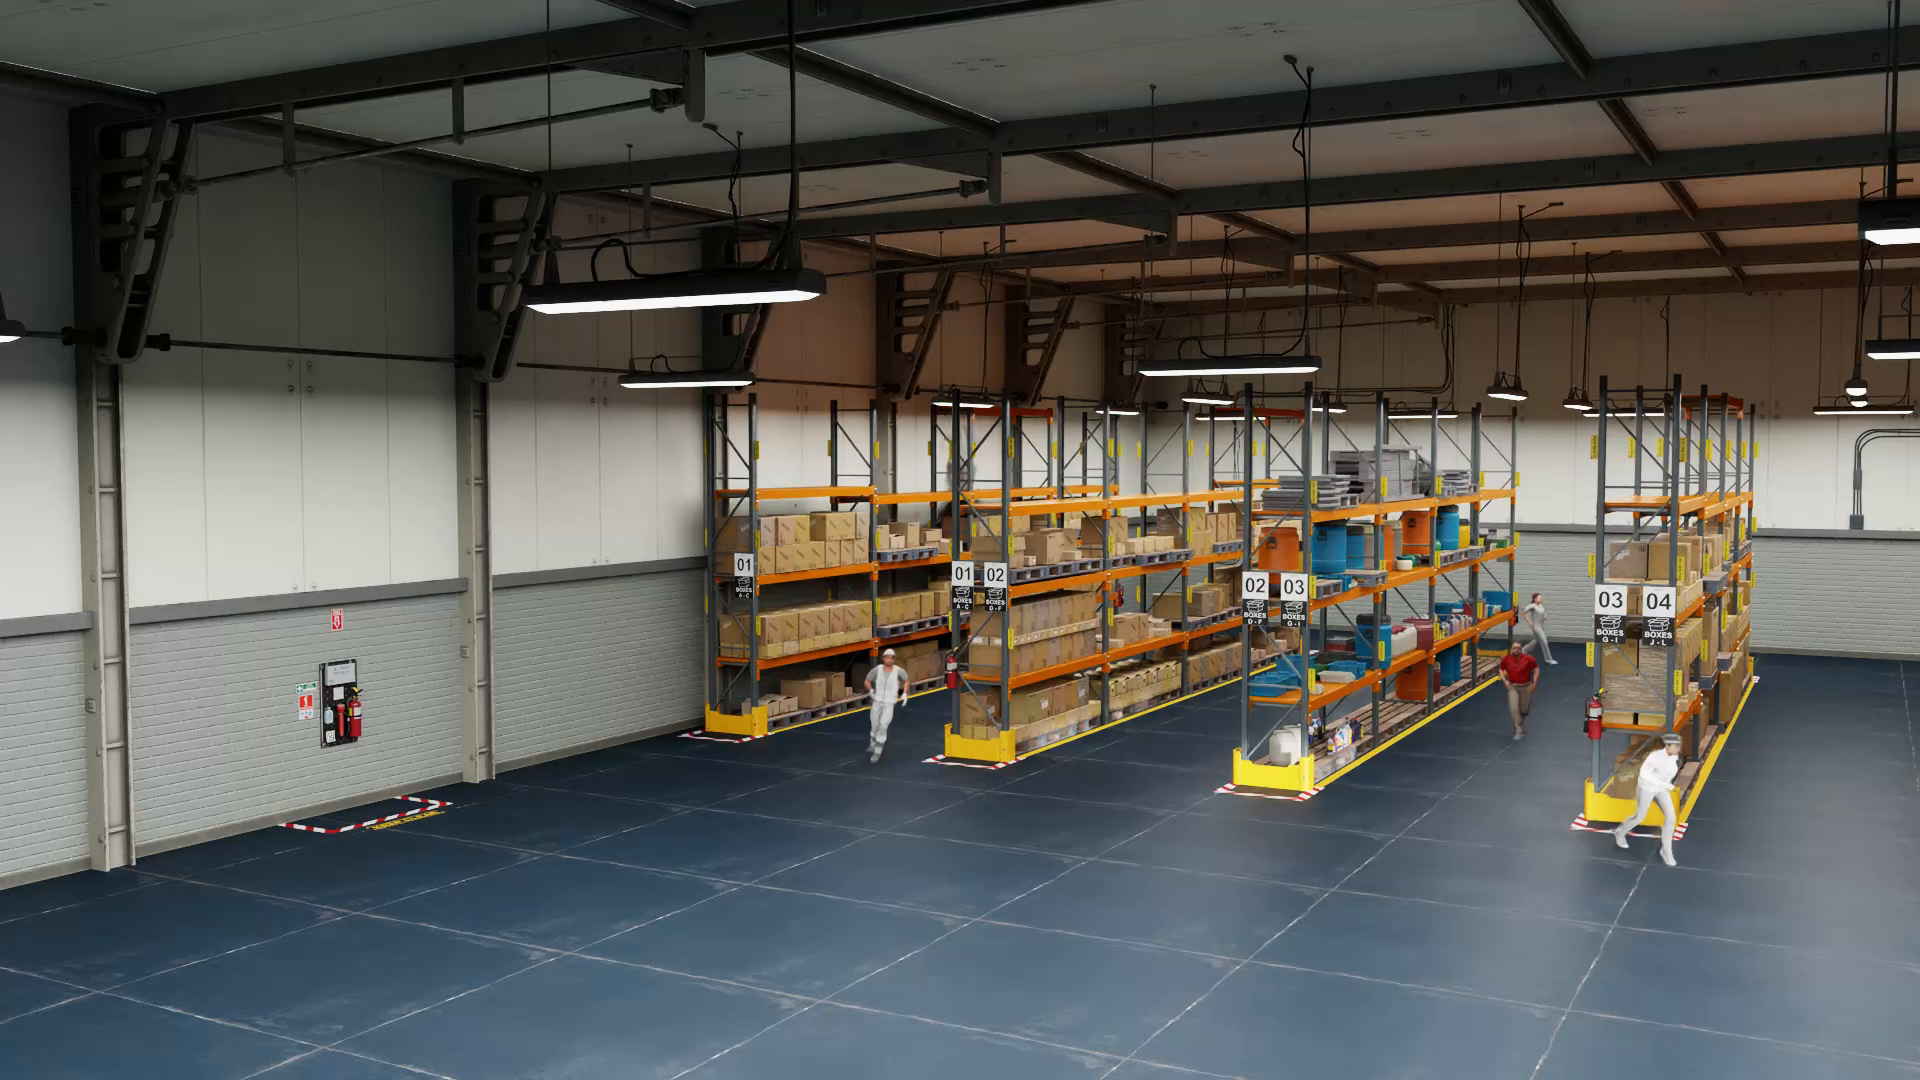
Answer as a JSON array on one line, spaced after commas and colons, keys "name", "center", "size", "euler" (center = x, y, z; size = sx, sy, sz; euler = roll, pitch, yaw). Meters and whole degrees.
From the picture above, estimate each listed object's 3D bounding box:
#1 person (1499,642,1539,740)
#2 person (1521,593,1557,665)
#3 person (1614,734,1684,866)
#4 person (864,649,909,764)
[{"name": "person", "center": [9.769, 2.619, 29.079], "size": [0.677, 1.716, 0.822], "euler": [1, 3, 21]}, {"name": "person", "center": [13.495, 2.060, 38.958], "size": [0.570, 1.656, 0.960], "euler": [-3, 4, -40]}, {"name": "person", "center": [8.467, 3.132, 20.441], "size": [0.658, 1.622, 0.967], "euler": [-2, 3, -26]}, {"name": "person", "center": [-1.218, 2.656, 26.933], "size": [0.724, 1.796, 0.876], "euler": [0, 3, 8]}]
